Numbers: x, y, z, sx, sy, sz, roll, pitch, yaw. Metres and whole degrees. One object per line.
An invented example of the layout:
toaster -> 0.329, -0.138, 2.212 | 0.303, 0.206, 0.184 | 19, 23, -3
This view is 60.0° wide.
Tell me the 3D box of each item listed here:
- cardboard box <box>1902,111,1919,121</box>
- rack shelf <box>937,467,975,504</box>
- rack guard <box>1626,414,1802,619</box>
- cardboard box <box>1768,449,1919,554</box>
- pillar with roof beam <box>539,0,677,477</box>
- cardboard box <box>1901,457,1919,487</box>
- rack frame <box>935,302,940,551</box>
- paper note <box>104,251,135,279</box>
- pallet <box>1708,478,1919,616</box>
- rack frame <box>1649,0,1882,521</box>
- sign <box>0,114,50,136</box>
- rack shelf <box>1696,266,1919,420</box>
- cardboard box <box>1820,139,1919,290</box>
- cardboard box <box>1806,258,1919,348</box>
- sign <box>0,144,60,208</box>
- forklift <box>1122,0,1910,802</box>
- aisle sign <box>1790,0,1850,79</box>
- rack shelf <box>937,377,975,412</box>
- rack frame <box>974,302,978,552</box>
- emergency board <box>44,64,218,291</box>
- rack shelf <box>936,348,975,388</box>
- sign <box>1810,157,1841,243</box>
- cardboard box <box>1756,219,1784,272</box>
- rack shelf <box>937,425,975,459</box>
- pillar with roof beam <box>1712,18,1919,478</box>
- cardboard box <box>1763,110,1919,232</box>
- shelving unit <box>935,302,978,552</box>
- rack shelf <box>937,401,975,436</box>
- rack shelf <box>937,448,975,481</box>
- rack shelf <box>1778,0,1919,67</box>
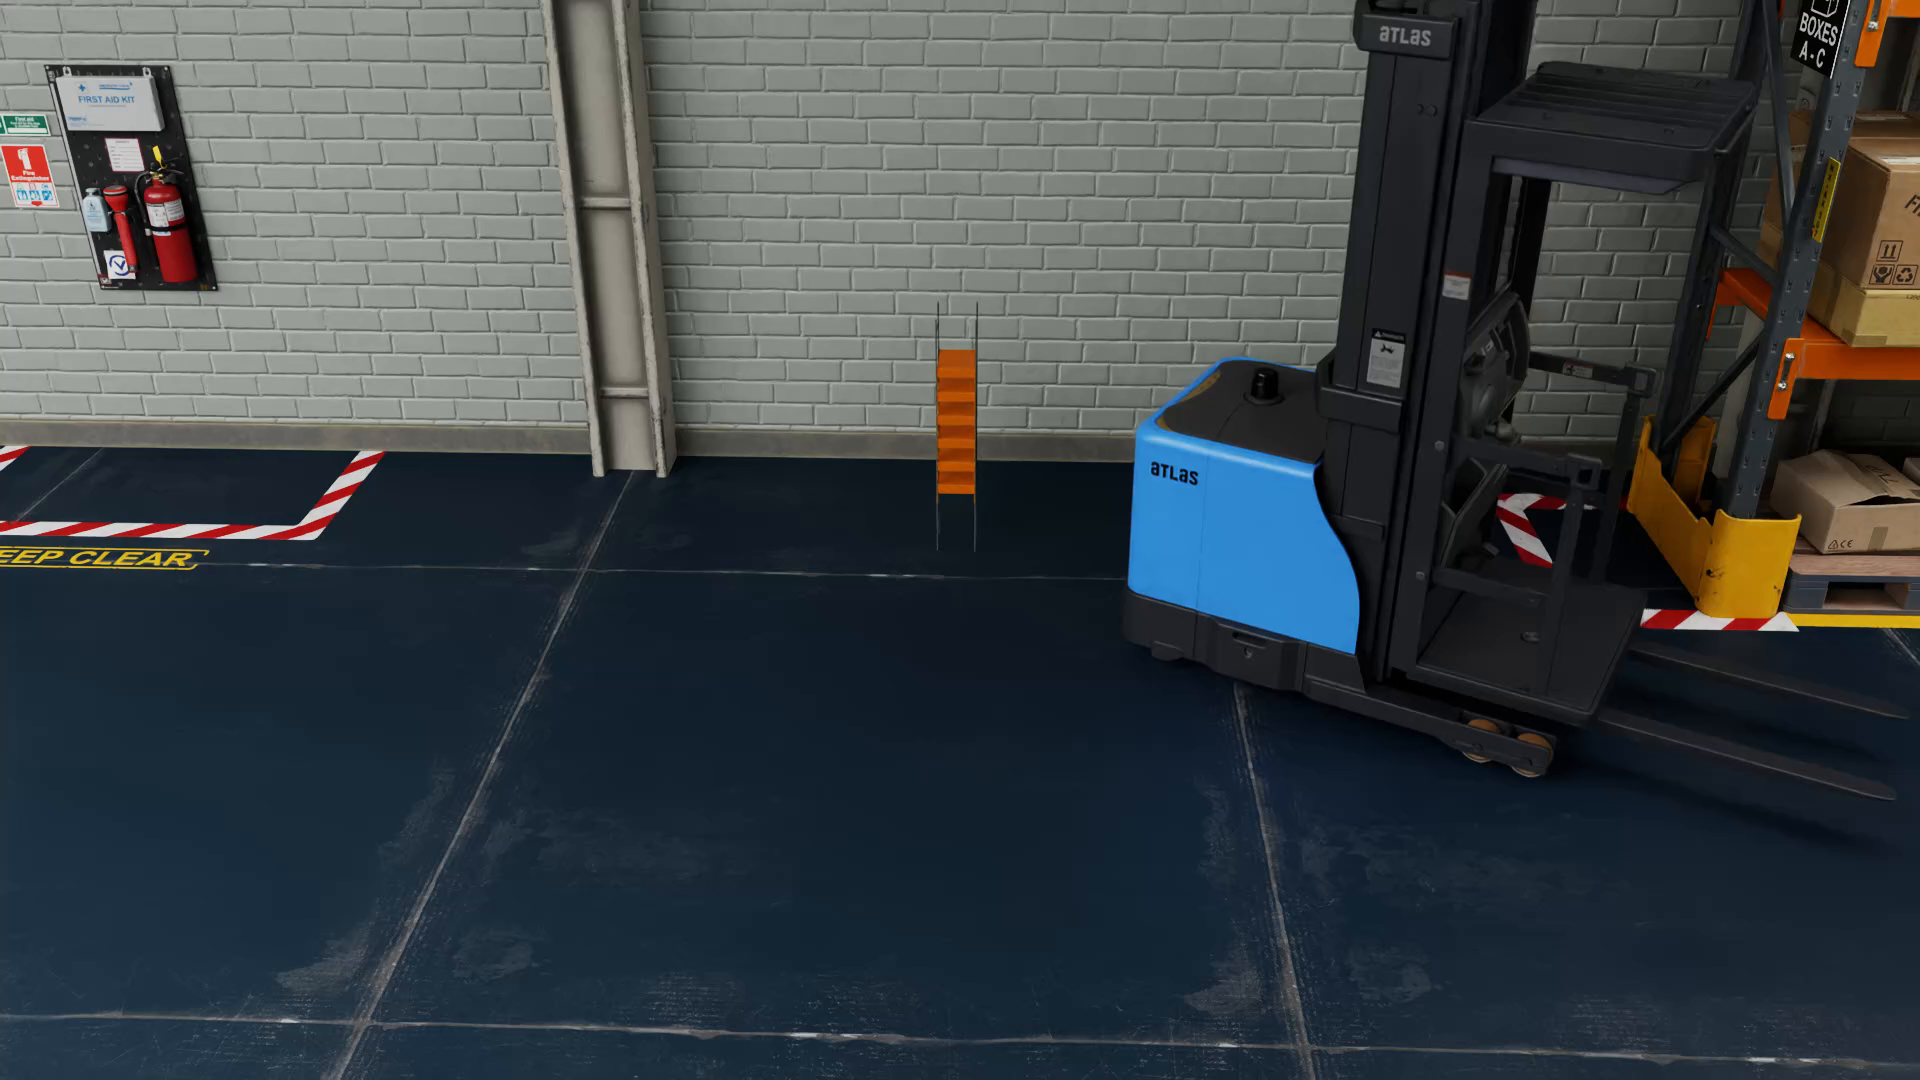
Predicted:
cardboard box -> 4.491, -1.596, 7.396 | 0.500, 0.500, 0.500 | 1, 28, 2
rack shelf -> -0.014, -0.279, 8.103 | 0.180, 0.103, 0.258 | 1, 28, 2
rack guard -> 3.585, -0.138, 7.976 | 0.348, 0.500, 1.175 | 1, 28, 2
cardboard box -> 4.198, -0.196, 7.818 | 0.500, 0.311, 0.500 | -2, 28, -4
pillar with roof beam -> -1.909, -2.371, 3.115 | 0.400, 9.000, 9.100 | 1, 28, 2
cardboard box -> 4.767, -0.187, 7.800 | 0.500, 0.311, 0.500 | 3, 28, 6
rack frame -> -0.106, -0.532, 7.972 | 0.006, 1.200, 0.240 | 1, 28, 2
paper note -> -4.400, -1.440, 8.705 | 0.142, 0.148, 0.016 | 1, 28, 2
pallet -> 4.396, 0.020, 7.987 | 1.213, 0.211, 1.003 | 1, 28, 2
rack frame -> 3.509, -1.243, 7.393 | 0.127, 3.000, 1.000 | 1, 28, 2
sign -> -4.770, -2.097, 8.400 | 0.331, 0.109, 0.001 | 1, 28, 2
rack shelf -> 5.508, -0.892, 7.499 | 4.000, 0.370, 1.077 | 1, 28, 2
cardboard box -> 3.976, -1.369, 6.967 | 0.500, 0.500, 0.500 | 1, 28, 2
cardboard box -> 3.986, -1.029, 7.127 | 0.500, 0.250, 0.500 | 0, 28, 0
sign -> -4.774, -1.868, 8.532 | 0.234, 0.329, 0.001 | 1, 28, 2
forklift -> 2.243, -0.653, 6.353 | 3.031, 2.935, 1.130 | 16, 32, 27
aisle sign -> 3.427, -2.253, 6.521 | 0.004, 0.787, 0.394 | 1, 28, 2
rack shelf -> -0.014, -0.703, 7.878 | 0.180, 0.103, 0.258 | 1, 28, 2
rack frame -> 0.077, -0.529, 7.967 | 0.006, 1.200, 0.240 | 1, 28, 2
emergency board -> -4.225, -1.794, 8.432 | 0.643, 1.169, 0.194 | 1, 28, 2
rack shelf -> -0.014, -0.809, 7.822 | 0.180, 0.103, 0.258 | 1, 28, 2
sign -> 3.490, -1.372, 6.711 | 0.005, 0.325, 0.100 | 1, 28, 2
cardboard box -> 3.983, -1.269, 7.580 | 0.500, 0.250, 0.500 | 1, 28, 3
rack shelf -> -0.014, -0.491, 7.990 | 0.180, 0.103, 0.258 | 1, 28, 2
pillar with roof beam -> 4.088, -2.272, 2.928 | 0.400, 9.000, 9.100 | 1, 28, 2
cardboard box -> 3.988, -1.609, 7.420 | 0.500, 0.500, 0.500 | 1, 28, 1
shelving unit -> -0.014, -0.530, 7.969 | 0.189, 1.200, 0.258 | 1, 28, 2
rack shelf -> -0.014, -0.597, 7.934 | 0.180, 0.103, 0.258 | 1, 28, 2
rack shelf -> -0.014, -0.385, 8.046 | 0.180, 0.103, 0.258 | 1, 28, 2
rack shelf -> 5.508, -2.218, 6.796 | 4.000, 0.370, 1.077 | 1, 28, 2
